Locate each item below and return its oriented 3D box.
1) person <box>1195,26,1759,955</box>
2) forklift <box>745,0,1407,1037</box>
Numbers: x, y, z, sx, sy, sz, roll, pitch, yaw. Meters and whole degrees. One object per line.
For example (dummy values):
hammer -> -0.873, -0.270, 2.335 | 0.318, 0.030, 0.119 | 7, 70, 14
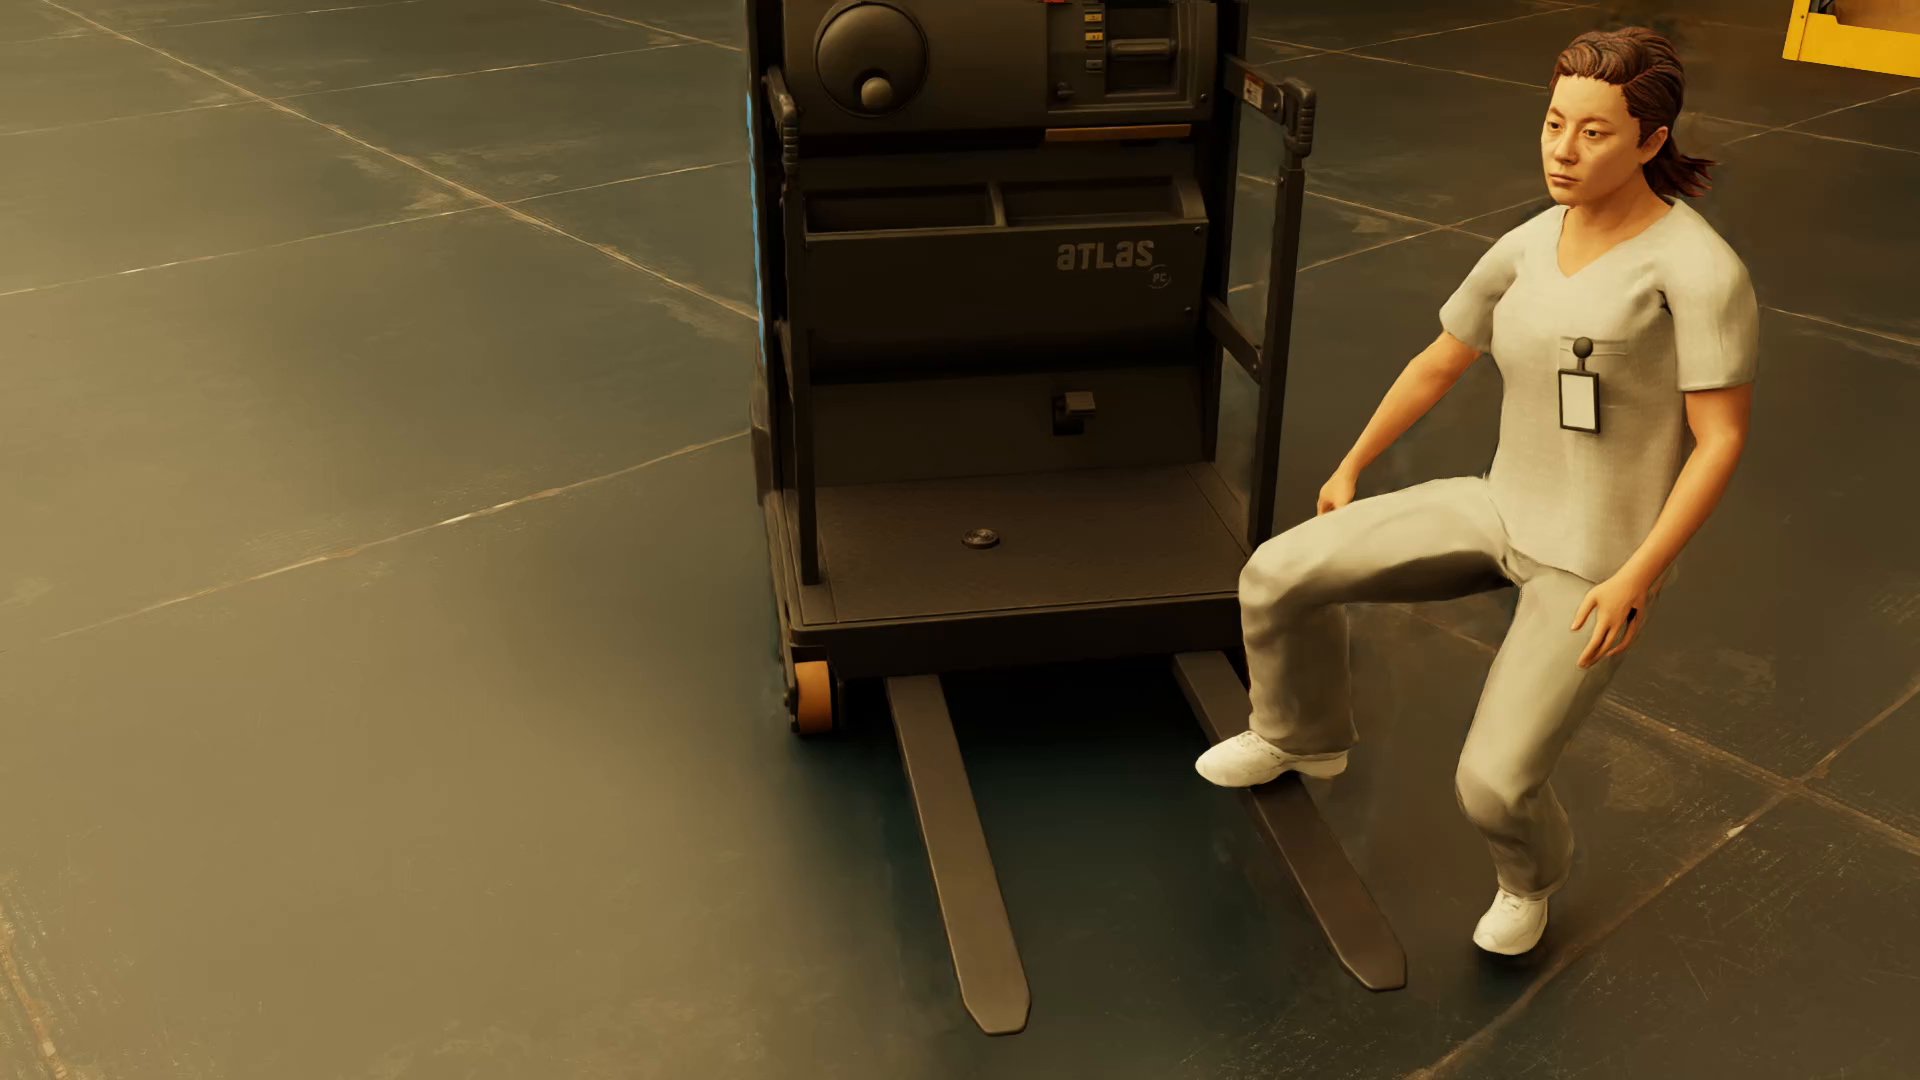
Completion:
person -> 0.842, -0.020, 2.692 | 0.620, 1.549, 0.654 | -13, 29, -25
forklift -> 0.126, -1.057, 3.334 | 1.130, 2.935, 3.031 | -4, 27, -8
